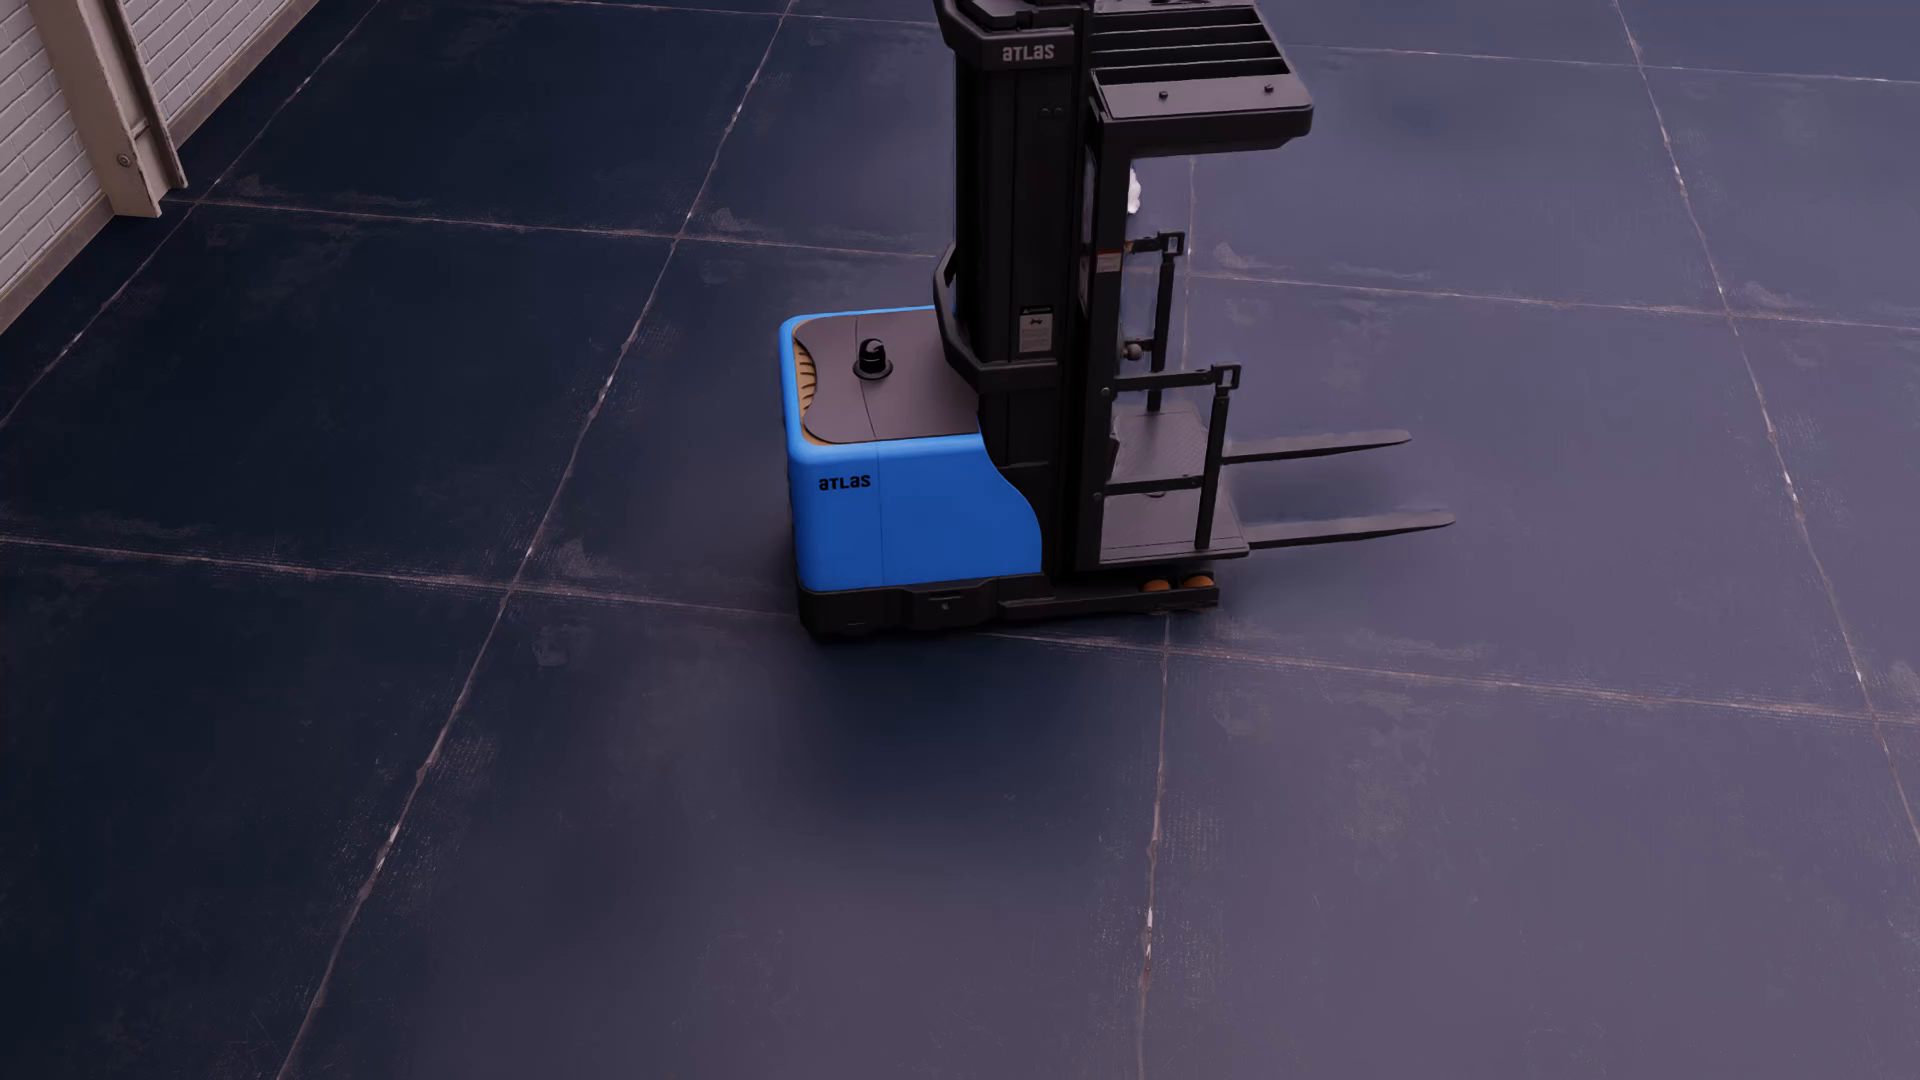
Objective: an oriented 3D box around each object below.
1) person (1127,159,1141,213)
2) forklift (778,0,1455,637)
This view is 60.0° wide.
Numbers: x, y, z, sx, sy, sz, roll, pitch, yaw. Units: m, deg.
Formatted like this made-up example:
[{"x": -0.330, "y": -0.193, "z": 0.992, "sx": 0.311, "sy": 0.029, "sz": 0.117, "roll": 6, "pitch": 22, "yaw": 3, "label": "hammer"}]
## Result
[{"x": 0.727, "y": -2.423, "z": 9.405, "sx": 1.218, "sy": 1.703, "sz": 0.605, "roll": -10, "pitch": 44, "yaw": -11, "label": "person"}, {"x": 0.738, "y": -1.091, "z": 6.912, "sx": 3.031, "sy": 2.935, "sz": 1.130, "roll": -5, "pitch": 43, "yaw": -5, "label": "forklift"}]
